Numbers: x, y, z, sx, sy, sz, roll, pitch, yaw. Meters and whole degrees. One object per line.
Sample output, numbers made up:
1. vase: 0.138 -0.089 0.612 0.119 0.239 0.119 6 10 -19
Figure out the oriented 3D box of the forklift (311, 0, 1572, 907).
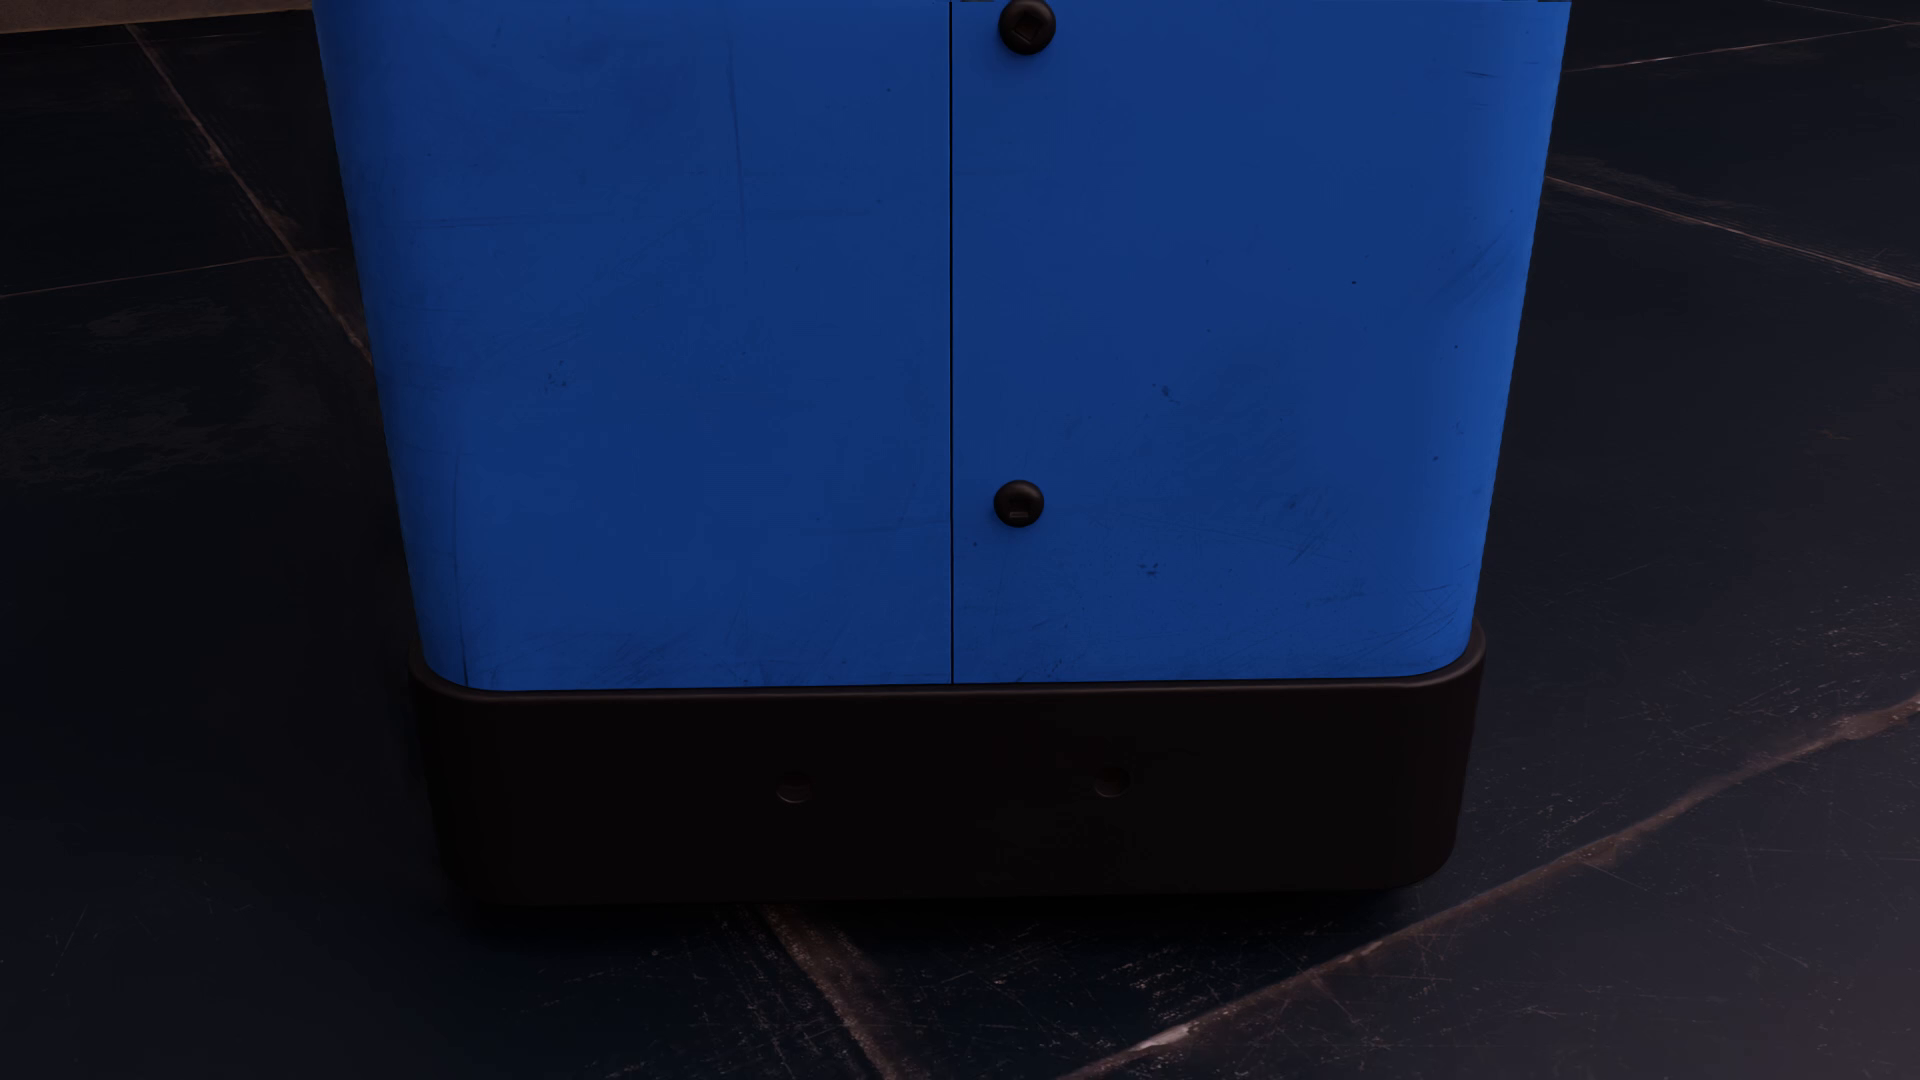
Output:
1. forklift: -0.051 -1.573 2.362 1.130 2.935 3.031 -1 27 -2
